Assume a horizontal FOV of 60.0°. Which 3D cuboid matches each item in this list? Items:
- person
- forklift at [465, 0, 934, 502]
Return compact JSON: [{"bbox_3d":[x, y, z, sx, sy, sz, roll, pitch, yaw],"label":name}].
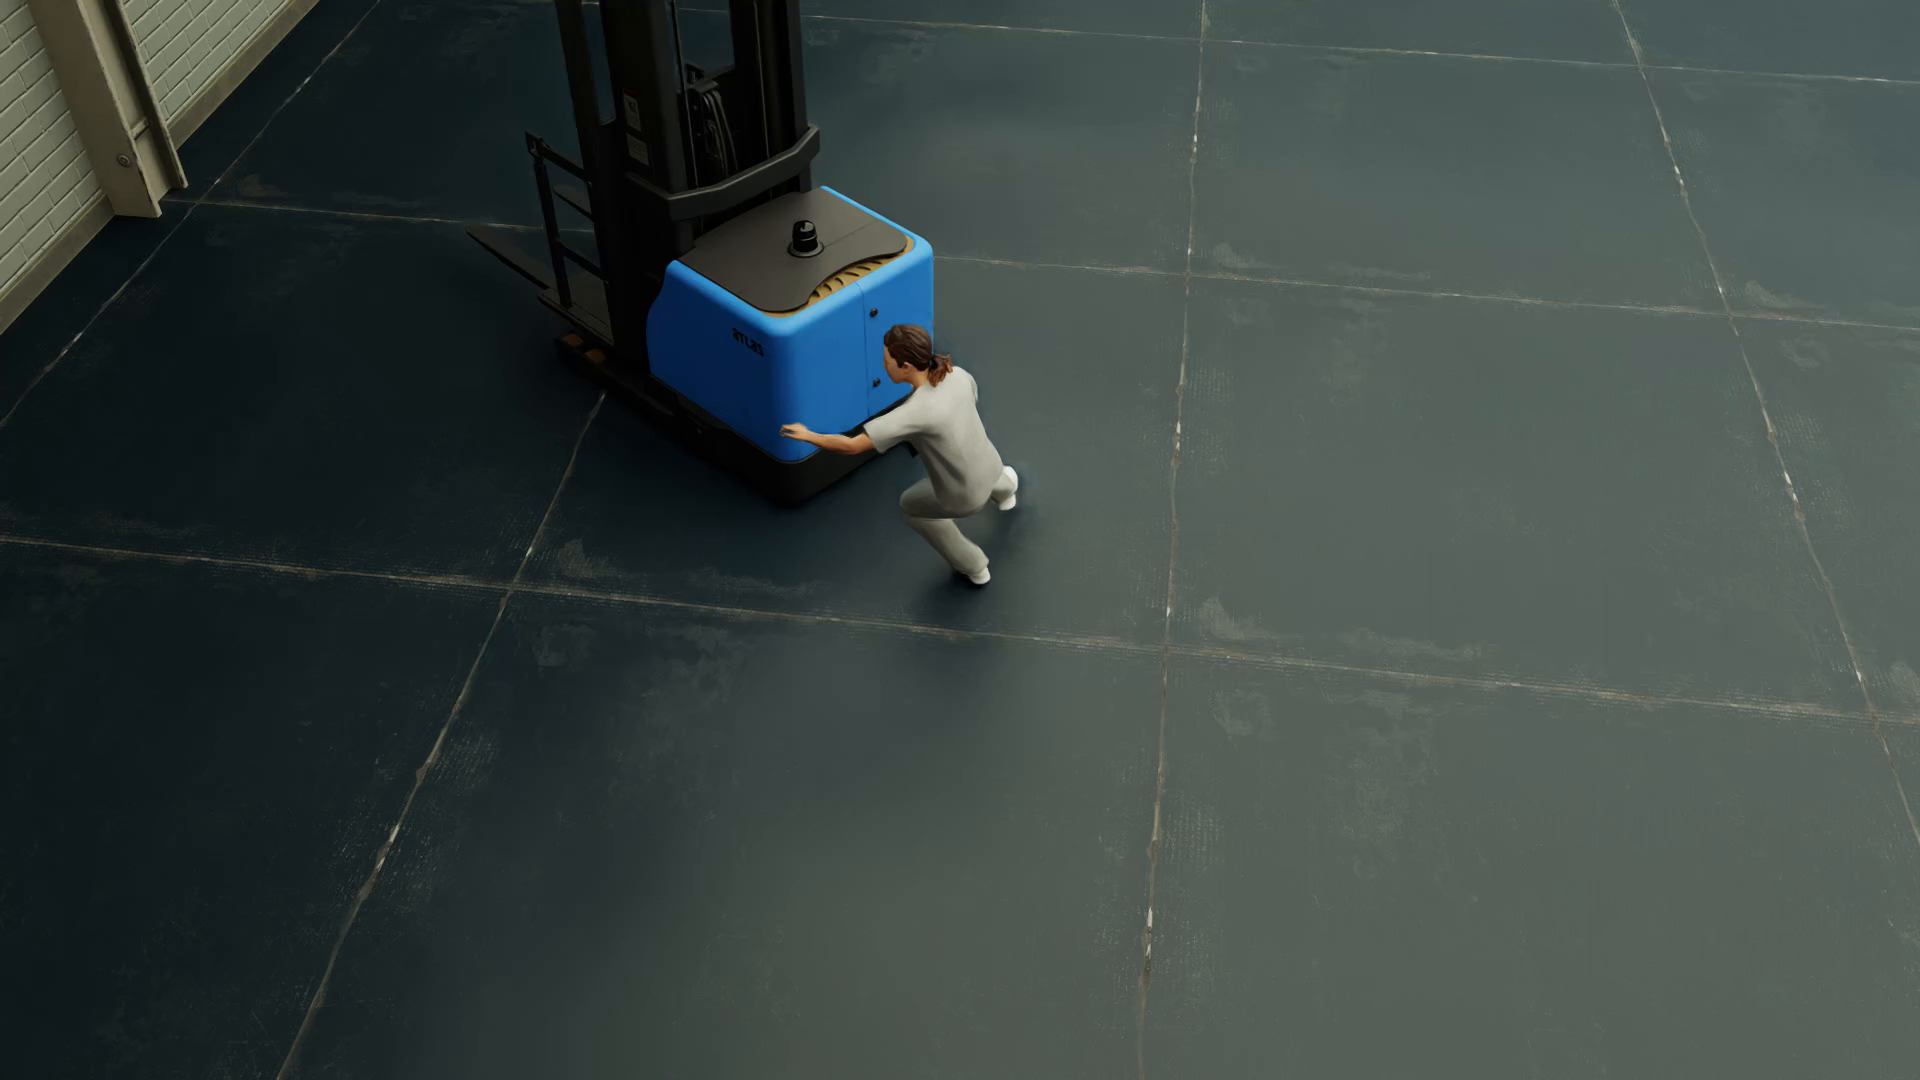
[{"bbox_3d":[-0.138,-0.458,7.352,0.824,1.434,1.187,21,47,21],"label":"person"},{"bbox_3d":[-1.518,-2.149,8.064,3.031,2.935,1.130,33,52,31],"label":"forklift"}]
